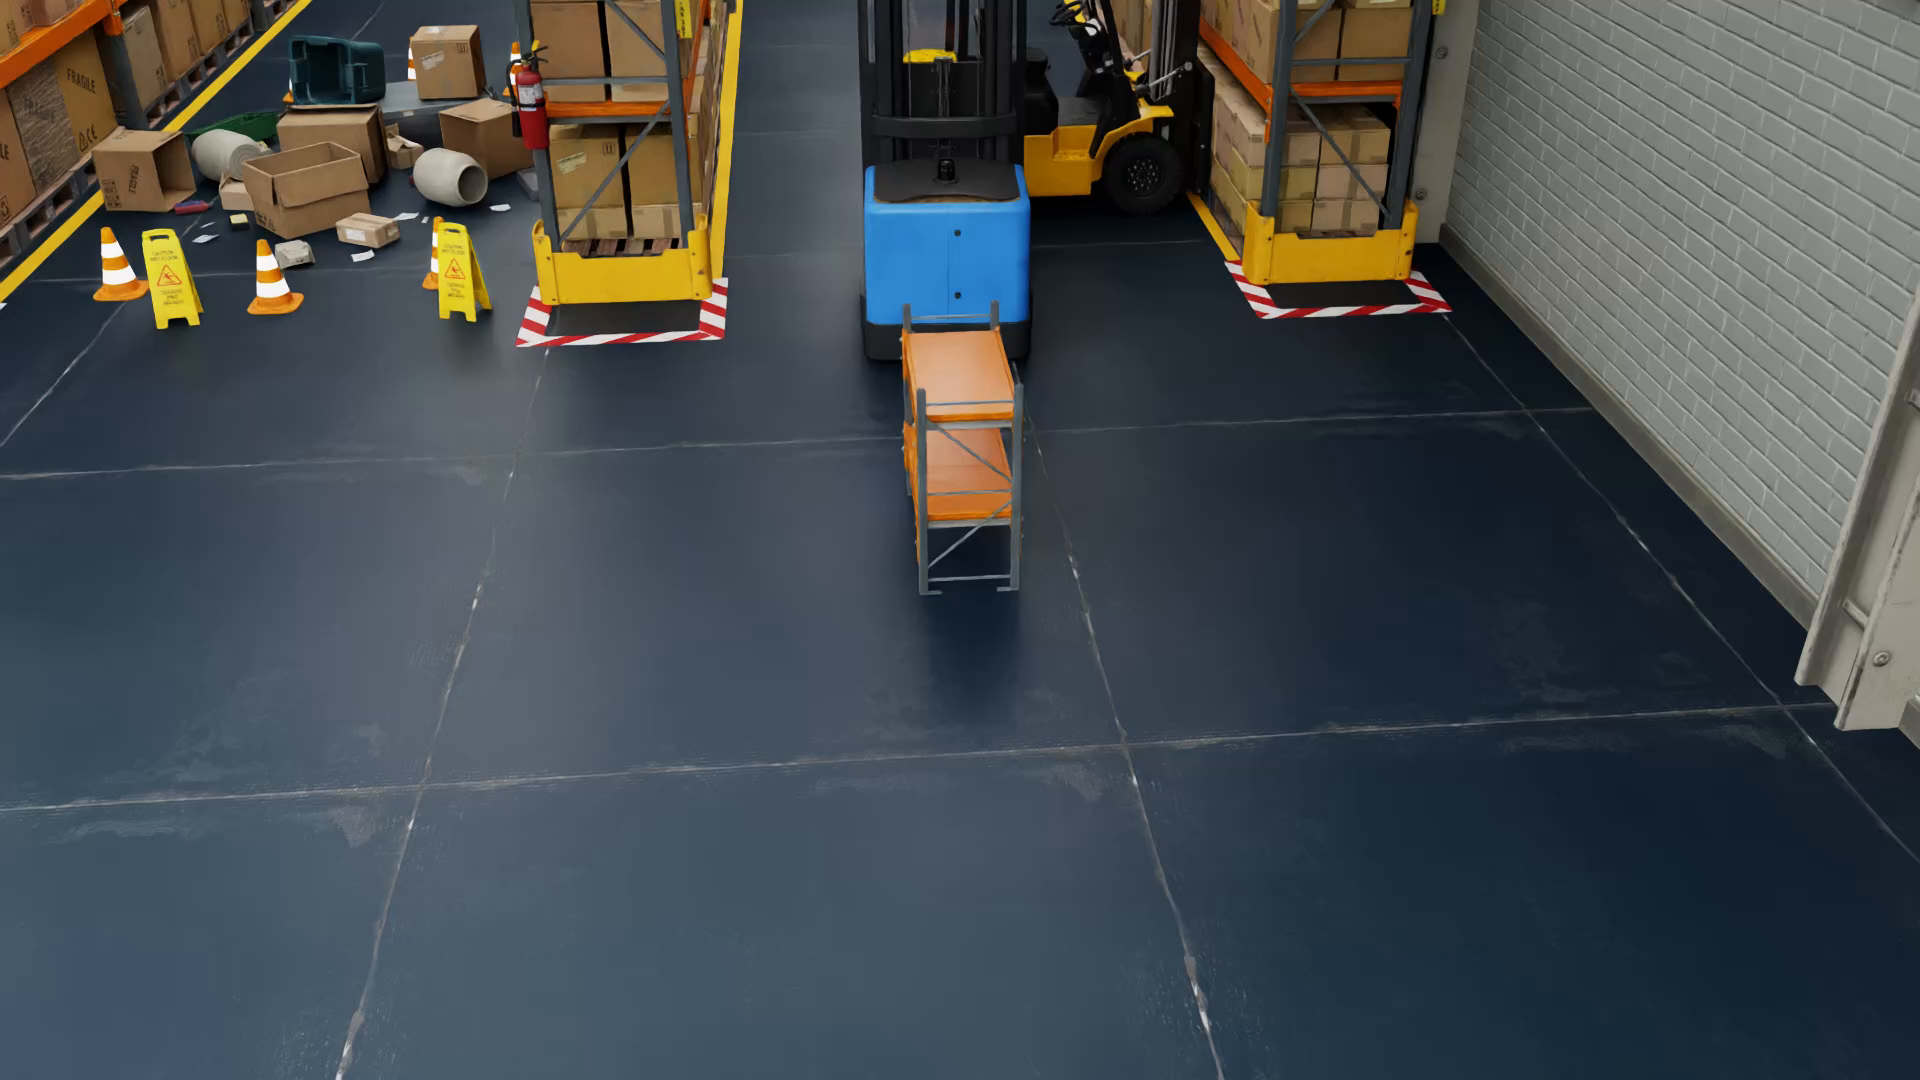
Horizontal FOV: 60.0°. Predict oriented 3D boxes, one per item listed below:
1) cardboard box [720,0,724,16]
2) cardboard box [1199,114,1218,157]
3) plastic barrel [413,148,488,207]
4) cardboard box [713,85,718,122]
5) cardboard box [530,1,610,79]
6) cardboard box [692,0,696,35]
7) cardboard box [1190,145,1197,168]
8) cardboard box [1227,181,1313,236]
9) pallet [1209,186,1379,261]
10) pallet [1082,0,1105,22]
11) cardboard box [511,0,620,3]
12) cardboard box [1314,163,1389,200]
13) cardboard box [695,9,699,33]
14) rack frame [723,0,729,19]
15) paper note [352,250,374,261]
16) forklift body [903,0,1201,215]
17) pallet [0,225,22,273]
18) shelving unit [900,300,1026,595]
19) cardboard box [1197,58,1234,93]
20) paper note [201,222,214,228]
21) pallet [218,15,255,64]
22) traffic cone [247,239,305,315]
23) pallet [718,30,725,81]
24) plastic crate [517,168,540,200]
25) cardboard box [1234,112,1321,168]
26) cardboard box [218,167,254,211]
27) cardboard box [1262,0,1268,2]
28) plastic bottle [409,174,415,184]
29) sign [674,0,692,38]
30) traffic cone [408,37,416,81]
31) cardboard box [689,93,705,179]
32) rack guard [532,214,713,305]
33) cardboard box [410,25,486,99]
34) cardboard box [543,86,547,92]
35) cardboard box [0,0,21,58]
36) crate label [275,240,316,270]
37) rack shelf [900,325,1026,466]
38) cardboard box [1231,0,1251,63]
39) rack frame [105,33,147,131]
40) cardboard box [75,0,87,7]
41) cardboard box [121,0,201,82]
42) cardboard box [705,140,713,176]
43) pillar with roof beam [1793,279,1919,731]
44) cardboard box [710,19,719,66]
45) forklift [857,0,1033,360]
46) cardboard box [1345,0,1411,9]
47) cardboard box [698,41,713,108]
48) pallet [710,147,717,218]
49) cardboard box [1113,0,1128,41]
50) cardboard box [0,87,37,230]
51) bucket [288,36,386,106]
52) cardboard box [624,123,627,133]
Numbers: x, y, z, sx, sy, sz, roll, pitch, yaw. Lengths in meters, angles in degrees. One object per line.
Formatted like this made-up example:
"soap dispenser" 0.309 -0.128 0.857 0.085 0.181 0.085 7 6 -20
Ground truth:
"cardboard box" -3.022 -5.827 17.734 0.950 0.372 0.625 -5 31 -8
"cardboard box" 2.163 -3.187 12.944 0.500 0.250 0.500 -3 31 -6
"plastic barrel" -4.017 -2.856 13.118 0.512 0.421 0.421 20 36 29
"cardboard box" -2.368 -3.733 14.346 0.500 0.250 0.500 -1 31 -2
"cardboard box" -2.642 -3.414 11.153 0.500 0.500 0.500 -3 31 -5
"cardboard box" -2.185 -3.930 12.017 0.500 0.500 0.500 -3 31 -6
"cardboard box" 2.121 -3.218 13.485 0.500 0.250 0.500 -2 31 -3
"cardboard box" 2.266 -2.444 12.189 0.500 0.250 0.500 -3 31 -4
"pallet" 2.512 -2.411 12.580 1.003 0.211 1.213 -3 31 -5
"pallet" 1.915 -5.685 18.061 1.003 0.211 1.213 -3 31 -5
"cardboard box" -2.582 -3.830 10.874 0.700 0.500 0.500 -3 31 -6
"cardboard box" 2.788 -2.684 12.103 0.500 0.250 0.500 -2 31 -4
"cardboard box" -2.205 -3.984 12.741 0.380 0.149 0.250 -2 31 -4
"rack frame" -3.064 -7.064 17.652 1.000 3.000 0.127 -3 31 -5
"paper note" -4.387 -2.092 12.223 0.148 0.019 0.142 -14 33 -22
"forklift body" 0.631 -3.736 12.907 2.313 2.155 1.214 -3 31 -5
"pallet" -7.388 -1.898 11.722 1.003 0.211 1.213 -3 31 -5
"shelving unit" -0.001 -0.486 8.467 0.538 1.125 1.048 -3 31 -5
"cardboard box" 2.121 -3.645 13.225 0.500 0.250 0.500 -3 31 -6
"paper note" -5.795 -2.425 12.800 0.032 0.001 0.123 13 33 21
"pallet" -7.985 -5.172 17.203 1.003 0.211 1.213 -3 31 -5
"traffic cone" -4.715 -1.822 11.349 0.336 0.463 0.334 -3 31 -5
"pallet" -2.882 -4.847 16.658 1.003 0.211 1.213 -3 31 -5
"plastic crate" -3.360 -2.928 13.574 0.402 0.080 0.583 -14 33 -22
"cardboard box" 2.271 -2.869 11.925 0.500 0.250 0.500 -2 31 -3
"cardboard box" -5.615 -2.770 13.129 0.396 0.266 0.258 2 31 4
"cardboard box" 2.260 -3.834 11.513 0.380 0.149 0.250 -2 31 -4
"plastic bottle" -4.437 -3.012 13.733 0.133 0.061 0.283 2 31 4
"sign" -1.777 -3.378 10.635 0.100 0.325 0.005 -3 31 -5
"traffic cone" -5.223 -4.599 15.998 0.336 0.463 0.334 -3 31 -5
"cardboard box" -2.173 -3.006 12.397 0.500 0.500 0.500 -4 31 -6
"rack guard" -2.324 -1.945 11.520 1.175 0.500 0.348 -3 31 -5
"cardboard box" -4.460 -4.173 14.511 0.500 0.500 0.500 -3 31 -5
"cardboard box" -2.699 -3.177 11.388 0.380 0.149 0.250 -3 31 -5
"cardboard box" -7.407 -3.783 12.012 0.875 0.550 0.500 -3 31 -5
"crate label" -4.850 -2.080 12.099 0.250 0.136 0.298 -20 36 -30
"rack shelf" -0.001 -0.738 8.317 0.538 0.278 1.000 -3 31 -5
"cardboard box" 2.278 -3.766 12.033 0.500 0.500 0.500 -2 31 -3
"rack frame" -7.610 -4.733 13.749 1.000 3.000 0.127 -3 31 -5
"cardboard box" -7.563 -4.610 13.396 0.875 0.550 0.550 -3 31 -5
"cardboard box" -7.843 -4.753 15.567 1.050 0.750 0.750 -3 31 -5
"cardboard box" -2.221 -2.944 13.025 0.500 0.250 0.500 -1 31 -1
"pillar with roof beam" -0.269 -2.924 4.870 9.100 9.000 0.400 -3 31 -5
"cardboard box" -2.813 -4.709 15.861 0.950 0.372 0.625 -1 31 -1
"forklift" -0.123 -3.119 11.113 1.130 2.935 3.031 -1 31 -2
"cardboard box" 2.851 -3.727 11.334 0.380 0.149 0.250 -4 31 -6
"cardboard box" -2.319 -3.795 13.719 0.500 0.500 0.500 -2 31 -4
"pallet" -2.476 -2.859 13.331 1.003 0.211 1.213 -3 31 -5
"cardboard box" 2.054 -5.469 16.887 0.875 0.625 0.625 -4 31 -7
"cardboard box" -7.449 -2.751 12.094 0.875 0.875 0.875 -3 31 -5
"bucket" -5.301 -4.021 14.267 0.726 0.611 0.620 8 22 13
"cardboard box" -2.704 -2.964 12.328 0.500 0.500 0.500 -2 31 -3
